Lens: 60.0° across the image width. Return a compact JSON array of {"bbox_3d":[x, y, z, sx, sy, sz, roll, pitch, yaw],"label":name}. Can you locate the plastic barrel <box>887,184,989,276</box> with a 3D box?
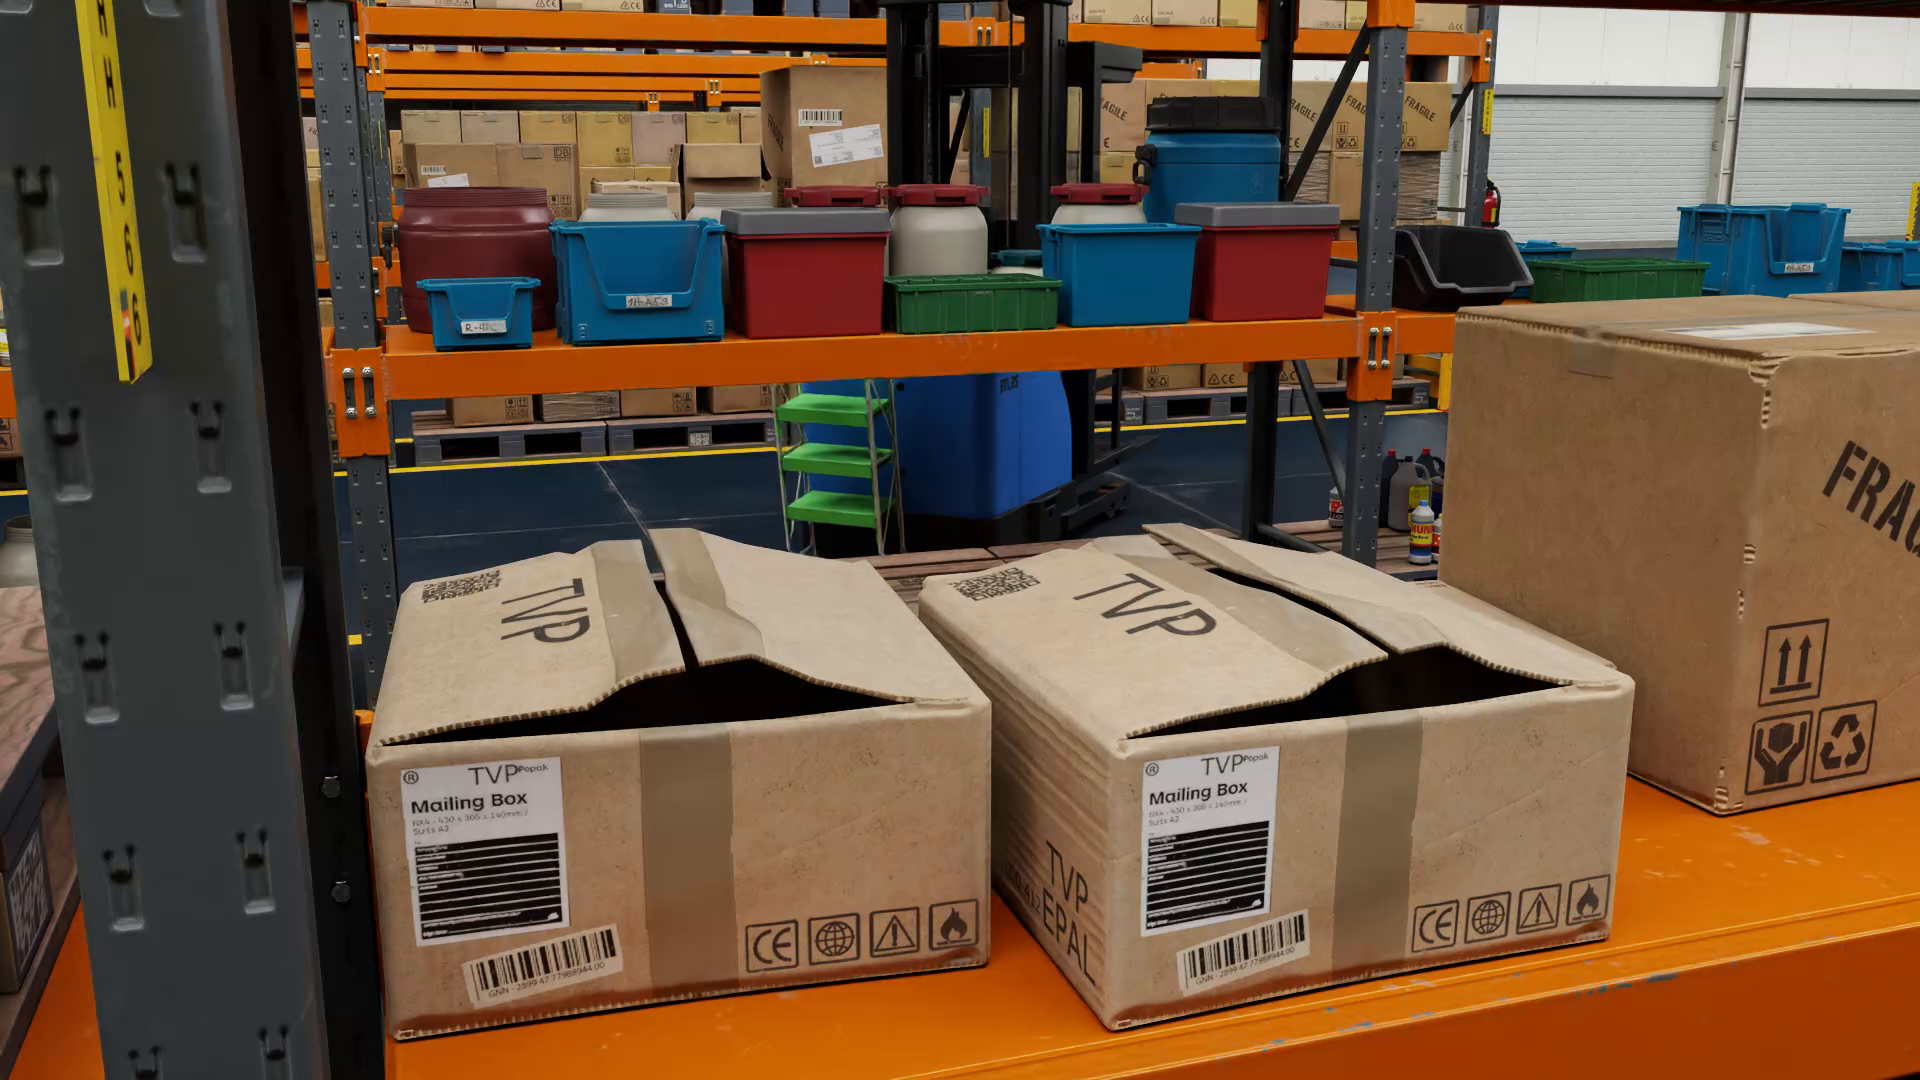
[{"bbox_3d":[-0.094,-1.215,6.976,0.433,0.535,0.433,0,13,0],"label":"plastic barrel"}]

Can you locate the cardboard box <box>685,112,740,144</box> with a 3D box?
[{"bbox_3d":[-2.443,-3.866,16.037,0.500,0.500,0.700,-5,14,-19],"label":"cardboard box"}]

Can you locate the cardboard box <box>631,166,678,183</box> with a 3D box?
[{"bbox_3d":[-2.855,-3.284,15.752,0.500,0.500,0.500,-4,14,-17],"label":"cardboard box"}]

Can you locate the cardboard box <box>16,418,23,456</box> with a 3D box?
[{"bbox_3d":[-5.301,-1.077,10.373,0.875,0.875,1.225,-4,14,-18],"label":"cardboard box"}]

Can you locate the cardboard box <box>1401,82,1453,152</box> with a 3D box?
[{"bbox_3d":[3.347,-3.192,12.562,0.500,0.500,0.500,-4,14,-18],"label":"cardboard box"}]

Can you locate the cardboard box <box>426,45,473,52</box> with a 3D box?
[{"bbox_3d":[-6.052,-5.766,19.703,0.500,0.500,0.700,-4,14,-18],"label":"cardboard box"}]

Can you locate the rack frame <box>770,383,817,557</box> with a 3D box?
[{"bbox_3d":[-0.785,-0.423,7.770,0.015,1.200,0.240,6,23,24],"label":"rack frame"}]

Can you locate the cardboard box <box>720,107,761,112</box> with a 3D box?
[{"bbox_3d":[-2.676,-5.150,20.793,0.500,0.500,0.700,-5,14,-19],"label":"cardboard box"}]

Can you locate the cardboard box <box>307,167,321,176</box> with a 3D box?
[{"bbox_3d":[-5.602,-3.203,14.617,0.250,0.149,0.380,-4,14,-17],"label":"cardboard box"}]

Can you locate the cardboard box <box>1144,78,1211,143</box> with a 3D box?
[{"bbox_3d":[1.454,-3.043,11.936,0.500,0.500,0.500,-4,14,-18],"label":"cardboard box"}]

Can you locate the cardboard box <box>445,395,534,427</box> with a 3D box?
[{"bbox_3d":[-3.164,-1.069,11.104,0.500,0.500,0.700,-5,14,-21],"label":"cardboard box"}]

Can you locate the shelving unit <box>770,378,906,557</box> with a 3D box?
[{"bbox_3d":[-0.563,-0.400,7.671,0.503,1.200,0.258,6,23,24],"label":"shelving unit"}]

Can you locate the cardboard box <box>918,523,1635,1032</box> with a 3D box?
[{"bbox_3d":[0.273,0.176,1.614,0.500,0.311,0.500,-5,14,-19],"label":"cardboard box"}]

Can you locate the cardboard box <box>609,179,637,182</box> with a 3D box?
[{"bbox_3d":[-2.298,-2.338,11.373,0.258,0.266,0.396,-5,14,-20],"label":"cardboard box"}]

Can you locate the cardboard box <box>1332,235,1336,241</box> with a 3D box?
[{"bbox_3d":[2.636,-2.346,12.568,0.250,0.149,0.380,-4,14,-18],"label":"cardboard box"}]

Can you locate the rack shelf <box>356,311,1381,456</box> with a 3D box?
[{"bbox_3d":[-0.317,-0.728,6.777,4.000,0.370,1.077,-4,14,-18],"label":"rack shelf"}]

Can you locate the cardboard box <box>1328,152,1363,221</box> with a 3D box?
[{"bbox_3d":[2.824,-2.703,12.665,0.500,0.500,0.875,-4,14,-18],"label":"cardboard box"}]

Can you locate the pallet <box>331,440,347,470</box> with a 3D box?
[{"bbox_3d":[-4.564,-0.619,10.787,1.213,0.211,1.003,-4,14,-18],"label":"pallet"}]

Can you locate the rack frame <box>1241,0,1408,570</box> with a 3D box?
[{"bbox_3d":[1.578,-1.226,7.314,0.127,3.000,1.000,-4,14,-18],"label":"rack frame"}]

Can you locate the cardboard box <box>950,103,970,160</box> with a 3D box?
[{"bbox_3d":[-0.087,-4.101,16.745,0.550,0.550,0.875,-4,14,-18],"label":"cardboard box"}]

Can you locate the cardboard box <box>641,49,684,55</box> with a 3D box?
[{"bbox_3d":[-3.669,-6.001,20.325,0.500,0.250,0.500,-5,14,-19],"label":"cardboard box"}]

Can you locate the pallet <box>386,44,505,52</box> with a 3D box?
[{"bbox_3d":[-4.685,-4.539,15.168,1.003,0.211,1.213,-4,14,-15],"label":"pallet"}]

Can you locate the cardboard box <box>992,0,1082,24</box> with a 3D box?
[{"bbox_3d":[0.507,-3.675,11.455,0.500,0.250,0.500,-5,14,-20],"label":"cardboard box"}]

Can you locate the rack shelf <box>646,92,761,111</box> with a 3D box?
[{"bbox_3d":[-2.853,-6.831,25.951,4.000,0.370,1.077,-4,14,-18],"label":"rack shelf"}]

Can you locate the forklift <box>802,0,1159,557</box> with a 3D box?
[{"bbox_3d":[0.305,-1.578,8.944,1.130,2.935,3.031,6,15,24],"label":"forklift"}]

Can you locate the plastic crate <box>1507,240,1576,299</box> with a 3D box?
[{"bbox_3d":[2.541,-1.295,7.925,0.616,0.251,0.499,-4,14,-18],"label":"plastic crate"}]

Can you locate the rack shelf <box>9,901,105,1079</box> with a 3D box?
[{"bbox_3d":[-2.532,0.654,0.967,4.000,0.370,1.077,-4,14,-18],"label":"rack shelf"}]

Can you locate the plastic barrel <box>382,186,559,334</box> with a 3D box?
[{"bbox_3d":[-1.870,-1.097,6.480,0.708,0.536,0.600,-4,14,-18],"label":"plastic barrel"}]

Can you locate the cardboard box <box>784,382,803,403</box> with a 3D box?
[{"bbox_3d":[-1.048,-1.238,11.818,0.500,0.500,0.700,-5,14,-18],"label":"cardboard box"}]

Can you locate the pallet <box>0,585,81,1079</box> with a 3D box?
[{"bbox_3d":[-1.257,0.315,1.252,1.003,0.211,1.213,-4,14,-18],"label":"pallet"}]

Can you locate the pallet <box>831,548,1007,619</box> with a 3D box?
[{"bbox_3d":[-0.312,0.288,6.975,1.213,0.211,1.003,-4,14,-18],"label":"pallet"}]

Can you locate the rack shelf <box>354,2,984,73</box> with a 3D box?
[{"bbox_3d":[-1.897,-3.274,10.996,4.000,0.370,1.077,-4,14,-18],"label":"rack shelf"}]

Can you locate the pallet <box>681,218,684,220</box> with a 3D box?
[{"bbox_3d":[-1.929,-2.079,11.314,1.213,0.211,1.003,-4,14,-18],"label":"pallet"}]

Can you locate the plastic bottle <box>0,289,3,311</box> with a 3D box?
[{"bbox_3d":[-3.525,-0.862,6.035,0.133,0.283,0.061,-4,14,-18],"label":"plastic bottle"}]

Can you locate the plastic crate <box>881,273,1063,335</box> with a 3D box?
[{"bbox_3d":[0.018,-0.932,6.538,0.662,0.188,0.450,-4,14,-18],"label":"plastic crate"}]

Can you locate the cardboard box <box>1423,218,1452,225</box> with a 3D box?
[{"bbox_3d":[3.585,-2.419,12.872,0.250,0.149,0.380,-4,14,-18],"label":"cardboard box"}]

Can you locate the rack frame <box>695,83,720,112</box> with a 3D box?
[{"bbox_3d":[-3.162,-4.486,21.018,0.127,3.000,1.000,-4,14,-18],"label":"rack frame"}]

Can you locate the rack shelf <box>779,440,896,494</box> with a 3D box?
[{"bbox_3d":[-0.559,-0.340,7.693,0.480,0.148,0.258,6,23,24],"label":"rack shelf"}]

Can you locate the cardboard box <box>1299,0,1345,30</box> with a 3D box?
[{"bbox_3d":[2.453,-3.829,12.100,0.500,0.250,0.500,-4,14,-17],"label":"cardboard box"}]

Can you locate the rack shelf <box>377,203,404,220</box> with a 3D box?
[{"bbox_3d":[-5.058,-3.988,20.481,4.000,0.370,1.077,-4,14,-18],"label":"rack shelf"}]

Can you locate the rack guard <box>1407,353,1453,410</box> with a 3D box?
[{"bbox_3d":[3.718,-1.386,13.388,0.348,0.500,1.175,-4,14,-18],"label":"rack guard"}]

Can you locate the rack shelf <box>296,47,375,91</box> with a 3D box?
[{"bbox_3d":[-7.174,-4.074,14.360,4.000,0.370,1.077,-4,14,-18],"label":"rack shelf"}]

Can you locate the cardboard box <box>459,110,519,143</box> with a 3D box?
[{"bbox_3d":[-4.371,-3.716,15.405,0.500,0.500,0.700,-5,14,-19],"label":"cardboard box"}]

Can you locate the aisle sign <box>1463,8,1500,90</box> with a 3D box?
[{"bbox_3d":[3.944,-3.811,12.564,0.004,0.787,0.394,-4,14,-18],"label":"aisle sign"}]

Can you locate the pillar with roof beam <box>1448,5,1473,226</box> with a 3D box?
[{"bbox_3d":[10.841,-8.875,26.510,0.400,9.000,9.100,-4,14,-18],"label":"pillar with roof beam"}]

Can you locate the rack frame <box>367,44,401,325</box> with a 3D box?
[{"bbox_3d":[-5.279,-3.112,15.244,0.127,3.000,1.000,-4,14,-18],"label":"rack frame"}]

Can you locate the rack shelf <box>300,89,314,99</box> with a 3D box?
[{"bbox_3d":[-10.435,-6.240,23.468,4.000,0.370,1.077,-4,14,-18],"label":"rack shelf"}]

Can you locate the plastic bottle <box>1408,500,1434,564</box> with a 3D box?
[{"bbox_3d":[2.020,-0.040,7.273,0.097,0.271,0.097,0,13,0],"label":"plastic bottle"}]

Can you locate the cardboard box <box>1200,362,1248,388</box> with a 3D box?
[{"bbox_3d":[2.037,-1.459,12.790,0.500,0.500,0.500,-3,14,-13],"label":"cardboard box"}]

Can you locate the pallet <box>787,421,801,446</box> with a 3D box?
[{"bbox_3d":[-0.739,-0.898,11.961,1.213,0.211,1.003,-4,14,-18],"label":"pallet"}]

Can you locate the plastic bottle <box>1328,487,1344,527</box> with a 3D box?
[{"bbox_3d":[1.823,-0.174,7.987,0.097,0.201,0.097,0,13,0],"label":"plastic bottle"}]

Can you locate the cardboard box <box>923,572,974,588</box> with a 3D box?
[{"bbox_3d":[0.128,0.151,2.067,0.250,0.149,0.380,-4,14,-18],"label":"cardboard box"}]

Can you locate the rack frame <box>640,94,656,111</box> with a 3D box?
[{"bbox_3d":[-4.749,-5.574,25.594,0.127,3.000,1.000,-4,14,-18],"label":"rack frame"}]

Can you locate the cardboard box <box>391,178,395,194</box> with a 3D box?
[{"bbox_3d":[-8.041,-5.185,24.283,0.500,0.250,0.500,-4,14,-18],"label":"cardboard box"}]
